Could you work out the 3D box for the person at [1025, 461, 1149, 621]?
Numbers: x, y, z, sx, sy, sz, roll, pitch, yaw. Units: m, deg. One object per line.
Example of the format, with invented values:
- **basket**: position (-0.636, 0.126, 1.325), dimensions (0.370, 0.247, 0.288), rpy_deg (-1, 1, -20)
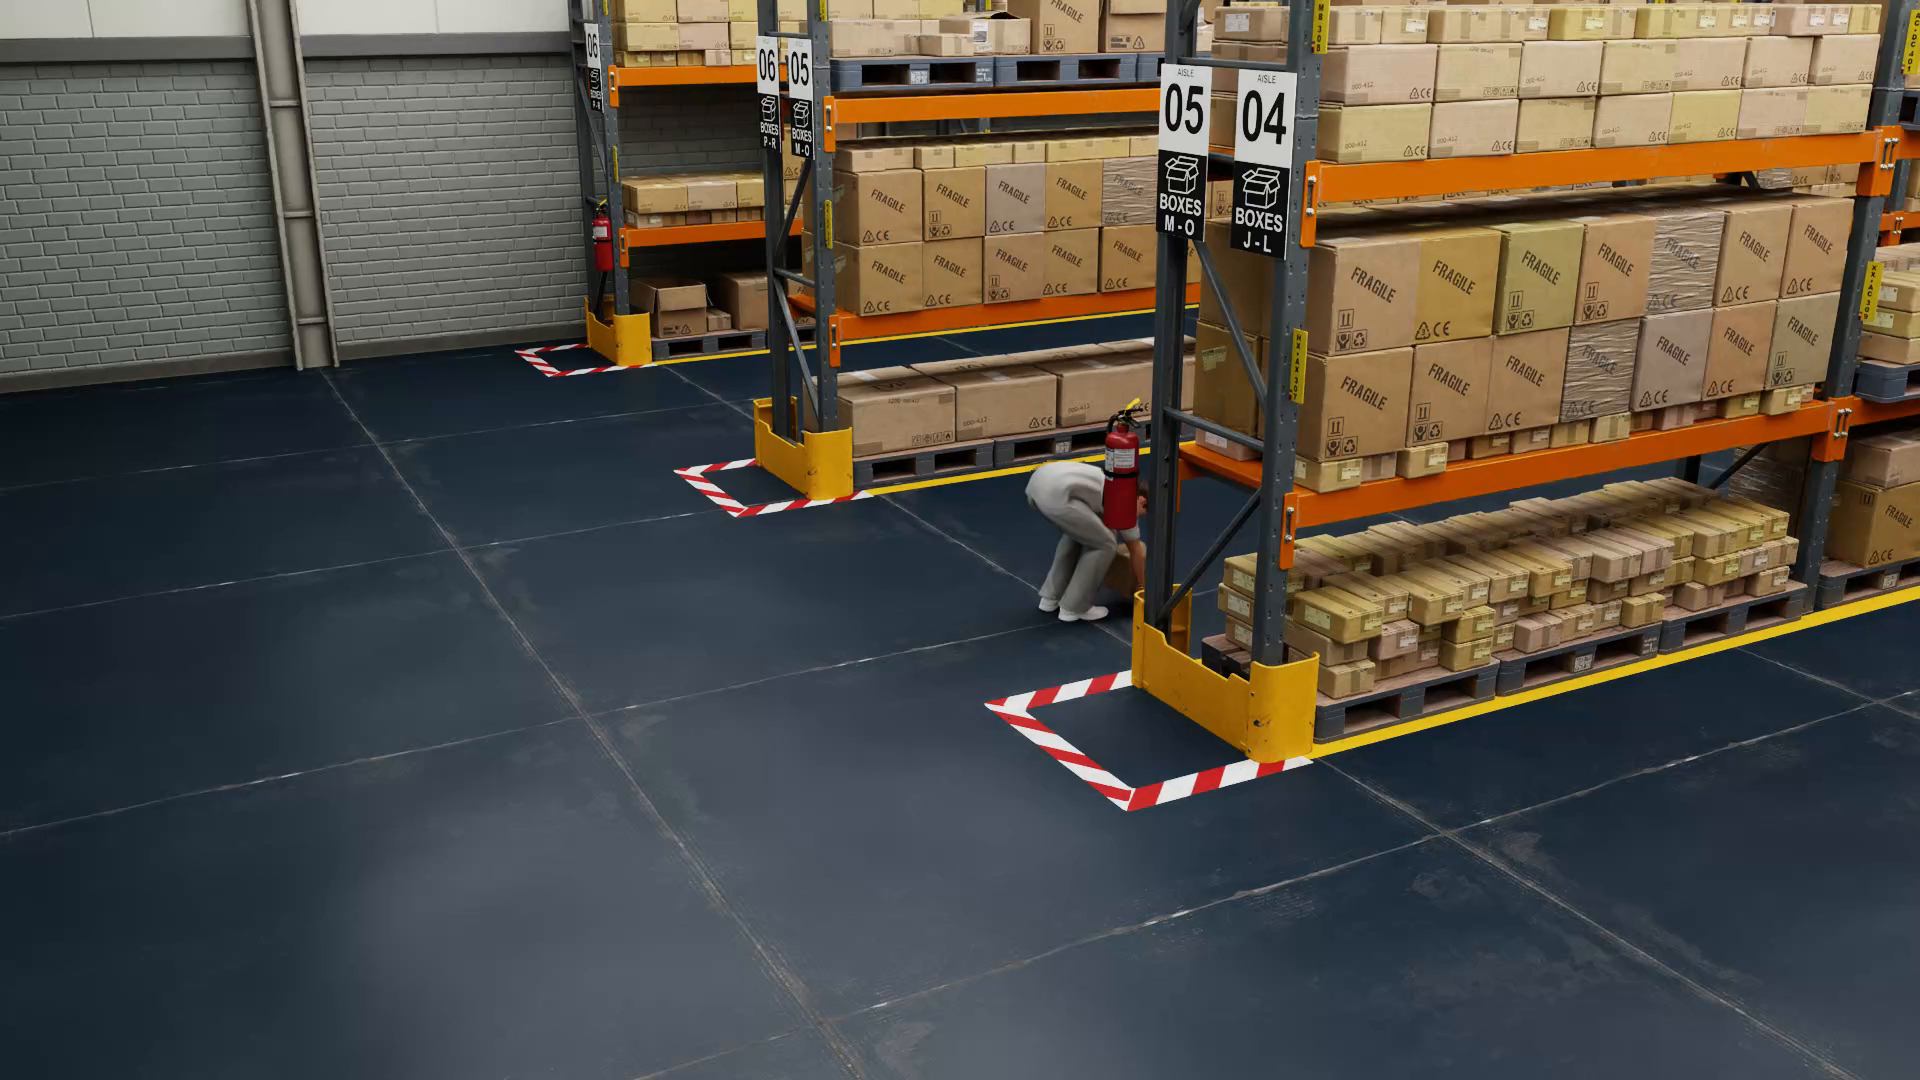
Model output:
- **person**: position (0.798, -0.025, 9.795), dimensions (0.853, 0.937, 0.457), rpy_deg (-8, 20, -21)
